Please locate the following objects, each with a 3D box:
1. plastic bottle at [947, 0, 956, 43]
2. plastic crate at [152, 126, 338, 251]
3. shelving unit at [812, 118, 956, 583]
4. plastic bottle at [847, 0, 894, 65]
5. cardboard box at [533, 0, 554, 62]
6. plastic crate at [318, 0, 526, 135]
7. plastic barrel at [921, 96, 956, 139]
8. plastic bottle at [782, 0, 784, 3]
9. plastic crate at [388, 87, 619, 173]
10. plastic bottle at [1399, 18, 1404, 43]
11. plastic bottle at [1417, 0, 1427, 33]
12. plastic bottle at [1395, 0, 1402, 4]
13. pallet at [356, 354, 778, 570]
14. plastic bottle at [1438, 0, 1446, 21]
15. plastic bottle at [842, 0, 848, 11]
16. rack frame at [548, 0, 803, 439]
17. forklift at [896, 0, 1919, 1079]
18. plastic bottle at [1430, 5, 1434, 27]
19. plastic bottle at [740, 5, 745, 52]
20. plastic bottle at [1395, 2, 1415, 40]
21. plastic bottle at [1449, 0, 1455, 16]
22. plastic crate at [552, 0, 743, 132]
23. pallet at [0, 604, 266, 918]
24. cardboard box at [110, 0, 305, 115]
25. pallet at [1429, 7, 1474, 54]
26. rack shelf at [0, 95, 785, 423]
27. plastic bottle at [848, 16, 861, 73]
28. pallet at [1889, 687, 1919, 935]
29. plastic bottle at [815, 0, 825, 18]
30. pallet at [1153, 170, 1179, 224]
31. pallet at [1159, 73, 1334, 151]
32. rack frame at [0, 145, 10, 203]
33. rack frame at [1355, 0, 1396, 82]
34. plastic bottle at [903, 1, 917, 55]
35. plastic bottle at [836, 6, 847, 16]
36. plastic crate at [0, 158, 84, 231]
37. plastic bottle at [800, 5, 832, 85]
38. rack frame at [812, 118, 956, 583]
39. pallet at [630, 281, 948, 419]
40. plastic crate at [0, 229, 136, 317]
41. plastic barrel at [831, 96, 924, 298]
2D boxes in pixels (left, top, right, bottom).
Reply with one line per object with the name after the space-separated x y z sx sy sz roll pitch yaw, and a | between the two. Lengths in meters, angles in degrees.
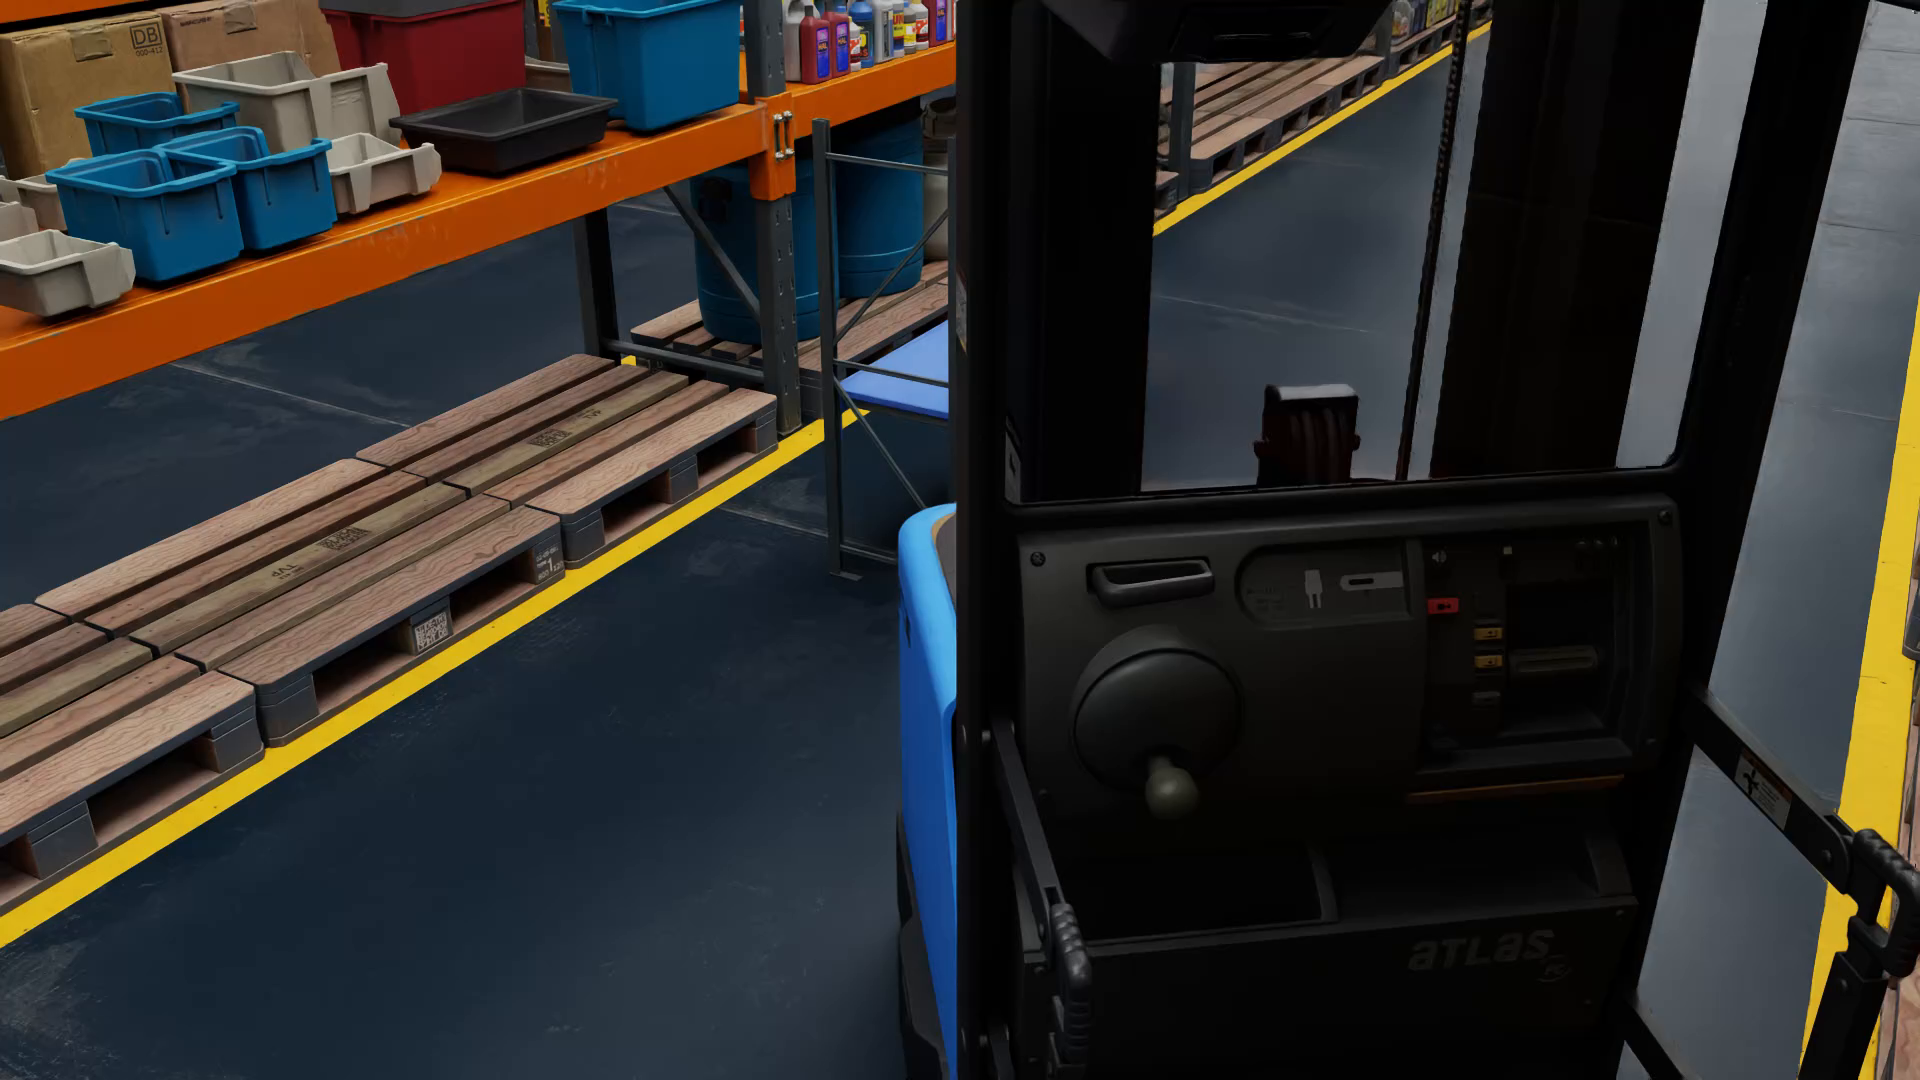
-0.080 -2.277 7.086 0.152 0.276 0.135 14 30 26 | plastic bottle
-1.860 -0.922 4.361 0.416 0.233 0.300 14 30 26 | plastic crate
0.042 -0.704 5.481 0.538 1.500 1.048 14 30 26 | shelving unit
-0.356 -2.059 6.650 0.152 0.276 0.135 14 30 26 | plastic bottle
-3.128 -3.869 12.429 0.700 0.500 0.500 13 29 23 | cardboard box
-1.753 -1.638 5.532 0.402 0.464 0.583 14 30 26 | plastic crate
0.091 -1.909 8.437 0.600 0.588 0.708 14 30 26 | plastic barrel
-0.803 -2.252 6.952 0.144 0.351 0.185 14 30 26 | plastic bottle
-1.412 -1.284 5.203 0.437 0.125 0.590 14 30 26 | plastic crate
3.429 -4.005 13.035 0.097 0.201 0.097 0 27 0 | plastic bottle
3.691 -4.302 13.460 0.144 0.351 0.185 13 29 24 | plastic bottle
3.473 -4.260 13.377 0.144 0.351 0.185 14 30 26 | plastic bottle
-1.423 -0.333 6.179 1.003 0.211 1.213 14 30 26 | pallet
3.992 -4.540 13.936 0.144 0.351 0.185 16 31 28 | plastic bottle
-0.575 -2.526 7.584 0.152 0.276 0.135 14 30 26 | plastic bottle
-1.095 -1.875 6.145 1.000 3.000 0.127 14 30 26 | rack frame
0.574 0.196 2.083 1.130 2.935 3.031 -4 27 -7 | forklift
3.851 -4.340 13.704 0.097 0.201 0.097 0 27 0 | plastic bottle
-0.885 -2.133 6.882 0.097 0.201 0.097 0 27 0 | plastic bottle
3.514 -4.131 13.203 0.152 0.276 0.135 15 30 28 | plastic bottle
4.138 -4.626 14.192 0.152 0.276 0.135 14 30 26 | plastic bottle
-1.028 -1.638 5.621 0.392 0.384 0.575 14 30 26 | plastic crate
-2.624 0.618 4.280 1.003 0.211 1.213 14 30 26 | pallet
-4.671 -2.806 9.908 1.225 0.875 0.875 13 29 24 | cardboard box
3.806 -4.476 14.455 1.003 0.211 1.213 14 30 26 | pallet
-2.079 -0.774 4.749 1.077 0.370 4.000 14 30 26 | rack shelf
-0.437 -1.936 6.489 0.097 0.201 0.097 0 27 0 | plastic bottle
2.877 0.732 4.053 1.003 0.211 1.213 14 30 26 | pallet
-0.637 -2.361 7.259 0.097 0.271 0.097 0 27 0 | plastic bottle
0.521 -1.871 9.251 1.003 0.211 1.213 14 30 26 | pallet
1.888 -2.954 11.415 1.003 0.211 1.213 14 30 26 | pallet
-5.408 -2.966 8.324 1.000 3.000 0.127 14 30 26 | rack frame
2.840 -4.993 12.373 1.000 3.000 0.127 14 30 26 | rack frame
-0.227 -2.102 6.821 0.097 0.201 0.097 0 27 0 | plastic bottle
-0.474 -2.046 6.707 0.097 0.201 0.097 0 27 0 | plastic bottle
-2.419 -0.926 4.476 0.298 0.136 0.250 14 30 26 | plastic crate
-0.544 -1.872 6.269 0.061 0.283 0.133 14 30 26 | plastic bottle
-0.208 -0.506 5.085 0.500 1.500 0.032 14 30 26 | rack frame
-0.680 -0.920 7.351 1.003 0.211 1.213 14 30 26 | pallet
-2.091 -0.620 3.865 0.250 0.136 0.298 14 30 26 | plastic crate
-0.465 -1.609 7.488 0.600 0.901 0.708 14 30 26 | plastic barrel
